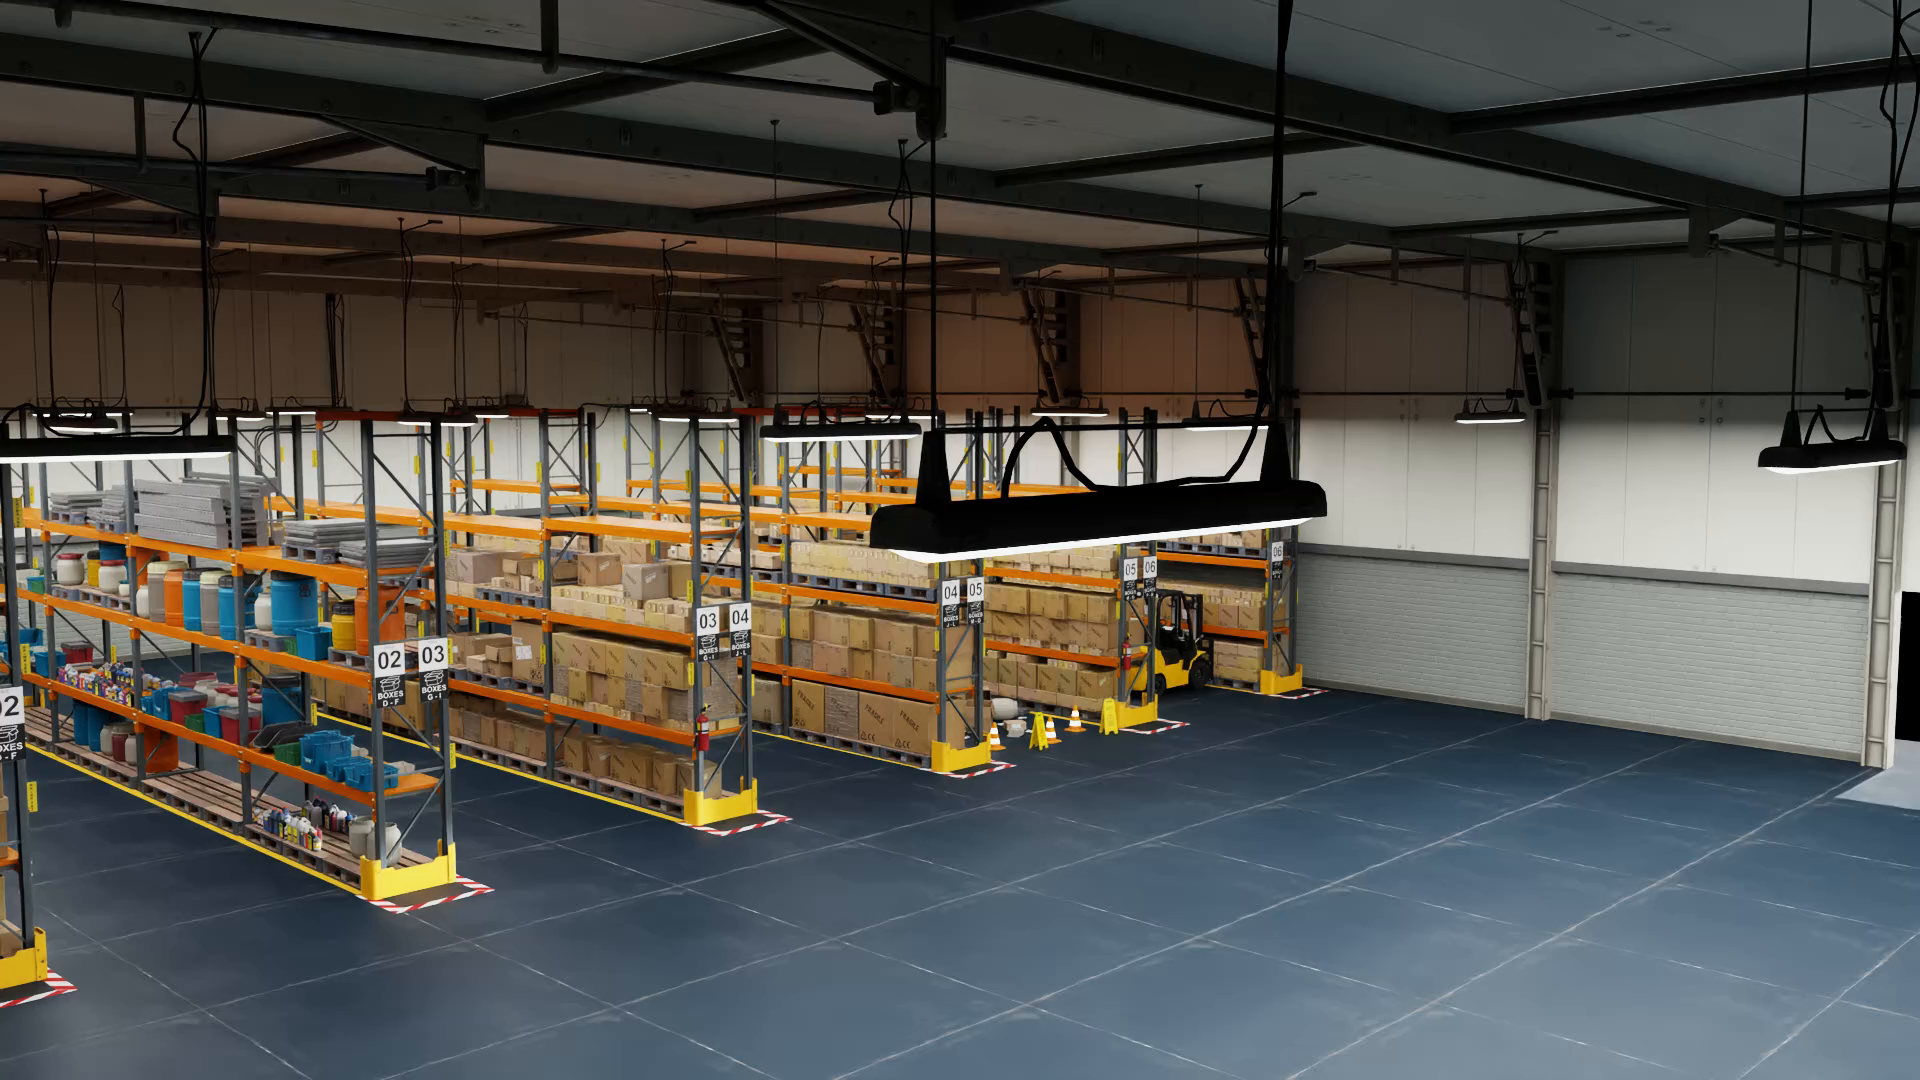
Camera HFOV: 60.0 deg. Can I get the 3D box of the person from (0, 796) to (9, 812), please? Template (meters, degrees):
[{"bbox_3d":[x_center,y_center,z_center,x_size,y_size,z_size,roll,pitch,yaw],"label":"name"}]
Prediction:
[{"bbox_3d":[-14.127,3.373,22.481,0.864,1.944,11.692,-4,6,-37],"label":"person"}]
